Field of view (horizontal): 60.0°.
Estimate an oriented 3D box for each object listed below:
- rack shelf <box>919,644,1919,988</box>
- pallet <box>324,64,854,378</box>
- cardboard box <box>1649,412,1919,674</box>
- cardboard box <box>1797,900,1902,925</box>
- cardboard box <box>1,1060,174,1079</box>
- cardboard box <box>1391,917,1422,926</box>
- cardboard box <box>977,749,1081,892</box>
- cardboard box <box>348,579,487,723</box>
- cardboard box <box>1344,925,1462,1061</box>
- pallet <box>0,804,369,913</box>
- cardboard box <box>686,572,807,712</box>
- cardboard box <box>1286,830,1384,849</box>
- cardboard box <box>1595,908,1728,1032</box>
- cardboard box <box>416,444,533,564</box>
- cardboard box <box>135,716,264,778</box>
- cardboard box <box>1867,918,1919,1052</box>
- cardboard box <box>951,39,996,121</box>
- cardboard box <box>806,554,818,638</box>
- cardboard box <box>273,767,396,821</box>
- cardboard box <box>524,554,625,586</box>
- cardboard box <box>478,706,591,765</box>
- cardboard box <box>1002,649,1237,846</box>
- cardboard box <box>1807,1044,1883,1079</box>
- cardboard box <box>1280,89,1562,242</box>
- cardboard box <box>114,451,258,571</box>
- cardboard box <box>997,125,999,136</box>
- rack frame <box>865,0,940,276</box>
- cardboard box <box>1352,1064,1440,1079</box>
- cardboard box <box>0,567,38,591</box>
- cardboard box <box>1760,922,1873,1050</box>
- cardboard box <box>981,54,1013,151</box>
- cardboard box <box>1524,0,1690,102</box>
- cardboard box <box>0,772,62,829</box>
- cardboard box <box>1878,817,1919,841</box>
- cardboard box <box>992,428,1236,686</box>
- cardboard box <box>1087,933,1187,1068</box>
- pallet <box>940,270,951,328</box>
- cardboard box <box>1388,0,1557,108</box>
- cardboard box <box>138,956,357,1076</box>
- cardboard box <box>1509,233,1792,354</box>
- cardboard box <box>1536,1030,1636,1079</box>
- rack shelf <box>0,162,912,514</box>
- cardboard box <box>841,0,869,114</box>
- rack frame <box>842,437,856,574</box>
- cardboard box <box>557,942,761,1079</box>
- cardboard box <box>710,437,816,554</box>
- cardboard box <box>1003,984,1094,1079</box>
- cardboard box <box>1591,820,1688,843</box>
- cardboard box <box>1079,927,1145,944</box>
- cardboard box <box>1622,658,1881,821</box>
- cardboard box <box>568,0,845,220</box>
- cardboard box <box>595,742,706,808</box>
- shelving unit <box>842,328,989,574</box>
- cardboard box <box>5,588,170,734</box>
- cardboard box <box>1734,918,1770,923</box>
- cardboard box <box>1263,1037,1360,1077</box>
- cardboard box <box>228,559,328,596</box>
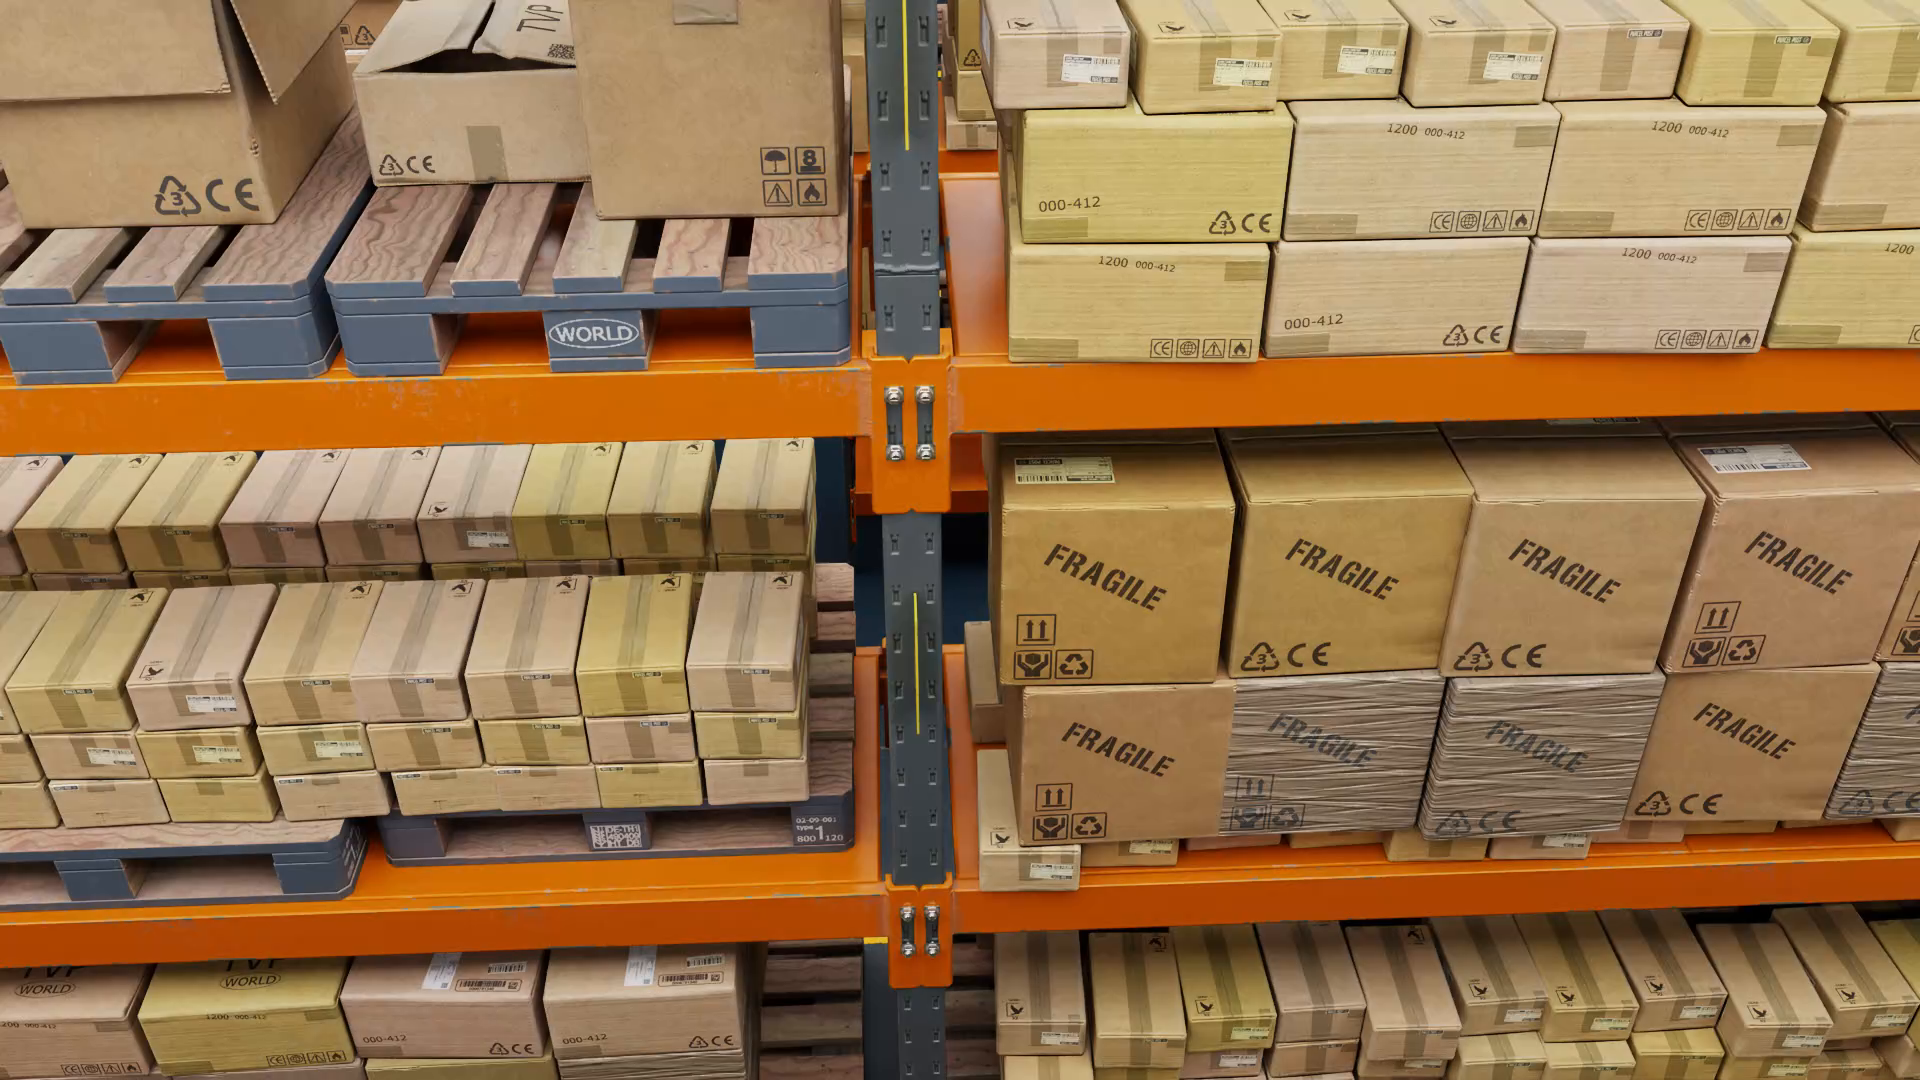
[{"bbox_3d":[1.872,0.679,4.765,4.000,0.370,1.077,-2,35,-2],"label":"rack shelf"},{"bbox_3d":[-0.748,-0.763,3.745,1.003,0.211,1.213,-2,35,-2],"label":"pallet"},{"bbox_3d":[1.871,-0.042,3.947,0.500,0.500,0.500,-3,35,-4],"label":"cardboard box"},{"bbox_3d":[2.817,1.107,5.389,0.250,0.149,0.380,-1,35,-2],"label":"cardboard box"},{"bbox_3d":[-2.389,1.494,4.782,0.500,0.500,0.500,-2,35,-3],"label":"cardboard box"},{"bbox_3d":[1.487,1.129,5.357,0.250,0.149,0.380,-3,35,-4],"label":"cardboard box"},{"bbox_3d":[0.172,0.719,4.296,0.250,0.149,0.380,0,35,0],"label":"cardboard box"},{"bbox_3d":[-1.307,0.266,4.059,0.250,0.149,0.380,-2,35,-2],"label":"cardboard box"},{"bbox_3d":[1.273,1.312,4.832,0.250,0.149,0.380,-1,35,-1],"label":"cardboard box"},{"bbox_3d":[-2.146,0.547,4.492,1.213,0.211,1.003,-2,35,-2],"label":"pallet"},{"bbox_3d":[-0.518,0.245,4.089,0.250,0.149,0.380,0,35,0],"label":"cardboard box"},{"bbox_3d":[0.962,0.629,4.426,0.250,0.149,0.380,-3,35,-4],"label":"cardboard box"},{"bbox_3d":[2.050,1.250,4.921,0.250,0.149,0.380,-3,35,-4],"label":"cardboard box"},{"bbox_3d":[-1.325,-0.106,4.596,0.250,0.149,0.380,-2,35,-3],"label":"cardboard box"},{"bbox_3d":[-1.831,0.406,4.117,0.250,0.149,0.380,-1,35,-2],"label":"cardboard box"},{"bbox_3d":[2.846,1.296,4.854,0.250,0.149,0.380,-2,35,-3],"label":"cardboard box"},{"bbox_3d":[0.222,-2.309,8.321,0.500,0.250,0.500,-2,35,-3],"label":"cardboard box"},{"bbox_3d":[-0.542,0.117,4.796,0.250,0.149,0.380,-3,35,-5],"label":"cardboard box"},{"bbox_3d":[-1.550,0.522,4.212,0.250,0.149,0.380,-3,35,-4],"label":"cardboard box"},{"bbox_3d":[-1.058,0.010,4.690,0.250,0.149,0.380,-1,35,-1],"label":"cardboard box"},{"bbox_3d":[-1.025,0.382,4.153,0.250,0.149,0.380,0,35,0],"label":"cardboard box"},{"bbox_3d":[0.380,0.404,4.181,0.500,0.500,0.500,-2,35,-3],"label":"cardboard box"},{"bbox_3d":[2.587,1.499,5.085,0.250,0.149,0.380,-1,35,-2],"label":"cardboard box"},{"bbox_3d":[0.864,-0.827,3.366,0.500,0.250,0.500,-2,35,-2],"label":"cardboard box"},{"bbox_3d":[-2.102,-0.083,4.563,0.250,0.149,0.380,-1,35,-1],"label":"cardboard box"},{"bbox_3d":[0.313,-2.107,8.380,0.250,0.149,0.380,-3,35,-4],"label":"cardboard box"},{"bbox_3d":[-0.126,-2.029,2.775,0.127,3.000,1.000,-2,35,-2],"label":"rack frame"},{"bbox_3d":[1.283,1.504,5.077,0.250,0.149,0.380,-3,35,-4],"label":"cardboard box"},{"bbox_3d":[-2.622,0.053,4.628,0.250,0.149,0.380,-2,35,-3],"label":"cardboard box"},{"bbox_3d":[2.563,1.347,5.042,0.250,0.149,0.380,-2,35,-3],"label":"cardboard box"},{"bbox_3d":[0.323,-1.097,3.756,0.500,0.250,0.500,-3,35,-4],"label":"cardboard box"},{"bbox_3d":[1.216,-1.001,3.267,0.250,0.149,0.380,-3,35,-4],"label":"cardboard box"},{"bbox_3d":[-2.341,0.542,4.183,0.250,0.149,0.380,-1,35,-2],"label":"cardboard box"},{"bbox_3d":[2.539,0.614,4.448,0.250,0.149,0.380,-3,35,-4],"label":"cardboard box"},{"bbox_3d":[0.336,-0.011,3.902,0.500,0.500,0.500,-1,35,-1],"label":"cardboard box"},{"bbox_3d":[0.506,1.327,4.810,0.250,0.149,0.380,0,35,0],"label":"cardboard box"},{"bbox_3d":[0.503,-1.214,9.319,1.213,0.211,1.003,-2,35,-2],"label":"pallet"},{"bbox_3d":[0.959,-0.982,3.240,0.250,0.149,0.380,-2,35,-4],"label":"cardboard box"},{"bbox_3d":[-1.900,1.177,4.583,0.500,0.250,0.500,-3,35,-4],"label":"cardboard box"},{"bbox_3d":[1.370,-0.618,3.504,0.500,0.250,0.500,0,35,0],"label":"cardboard box"},{"bbox_3d":[1.789,1.439,4.909,0.250,0.149,0.380,-1,35,-2],"label":"cardboard box"},{"bbox_3d":[-2.124,-0.446,3.755,4.000,0.370,1.077,-2,35,-2],"label":"rack shelf"},{"bbox_3d":[-0.731,-2.556,8.719,0.500,0.500,0.500,-1,35,-2],"label":"cardboard box"},{"bbox_3d":[-0.501,-0.449,7.410,0.032,1.125,0.500,-2,35,-2],"label":"rack frame"},{"bbox_3d":[-0.854,1.456,4.838,0.500,0.500,0.500,-2,35,-3],"label":"cardboard box"},{"bbox_3d":[-0.542,-0.127,4.627,0.250,0.149,0.380,0,35,0],"label":"cardboard box"},{"bbox_3d":[0.251,1.487,4.840,0.250,0.149,0.380,0,35,0],"label":"cardboard box"},{"bbox_3d":[1.751,0.622,4.436,0.250,0.149,0.380,0,35,0],"label":"cardboard box"},{"bbox_3d":[0.443,1.111,5.383,0.250,0.149,0.380,-3,35,-5],"label":"cardboard box"},{"bbox_3d":[1.913,0.362,4.241,0.500,0.500,0.500,0,35,0],"label":"cardboard box"},{"bbox_3d":[-0.510,-1.062,3.556,0.500,0.500,0.700,-1,35,-2],"label":"cardboard box"},{"bbox_3d":[-0.773,0.499,4.245,0.250,0.149,0.380,-1,35,-2],"label":"cardboard box"},{"bbox_3d":[0.007,-0.463,7.430,1.048,1.125,0.538,-2,35,-2],"label":"shelving unit"},{"bbox_3d":[-2.089,0.288,4.027,0.250,0.149,0.380,-2,35,-3],"label":"cardboard box"},{"bbox_3d":[2.565,1.170,5.559,0.250,0.149,0.380,-1,35,-2],"label":"cardboard box"},{"bbox_3d":[1.011,1.396,4.971,0.250,0.149,0.380,-3,35,-5],"label":"cardboard box"},{"bbox_3d":[-1.852,0.033,4.657,0.250,0.149,0.380,-2,35,-3],"label":"cardboard box"}]
